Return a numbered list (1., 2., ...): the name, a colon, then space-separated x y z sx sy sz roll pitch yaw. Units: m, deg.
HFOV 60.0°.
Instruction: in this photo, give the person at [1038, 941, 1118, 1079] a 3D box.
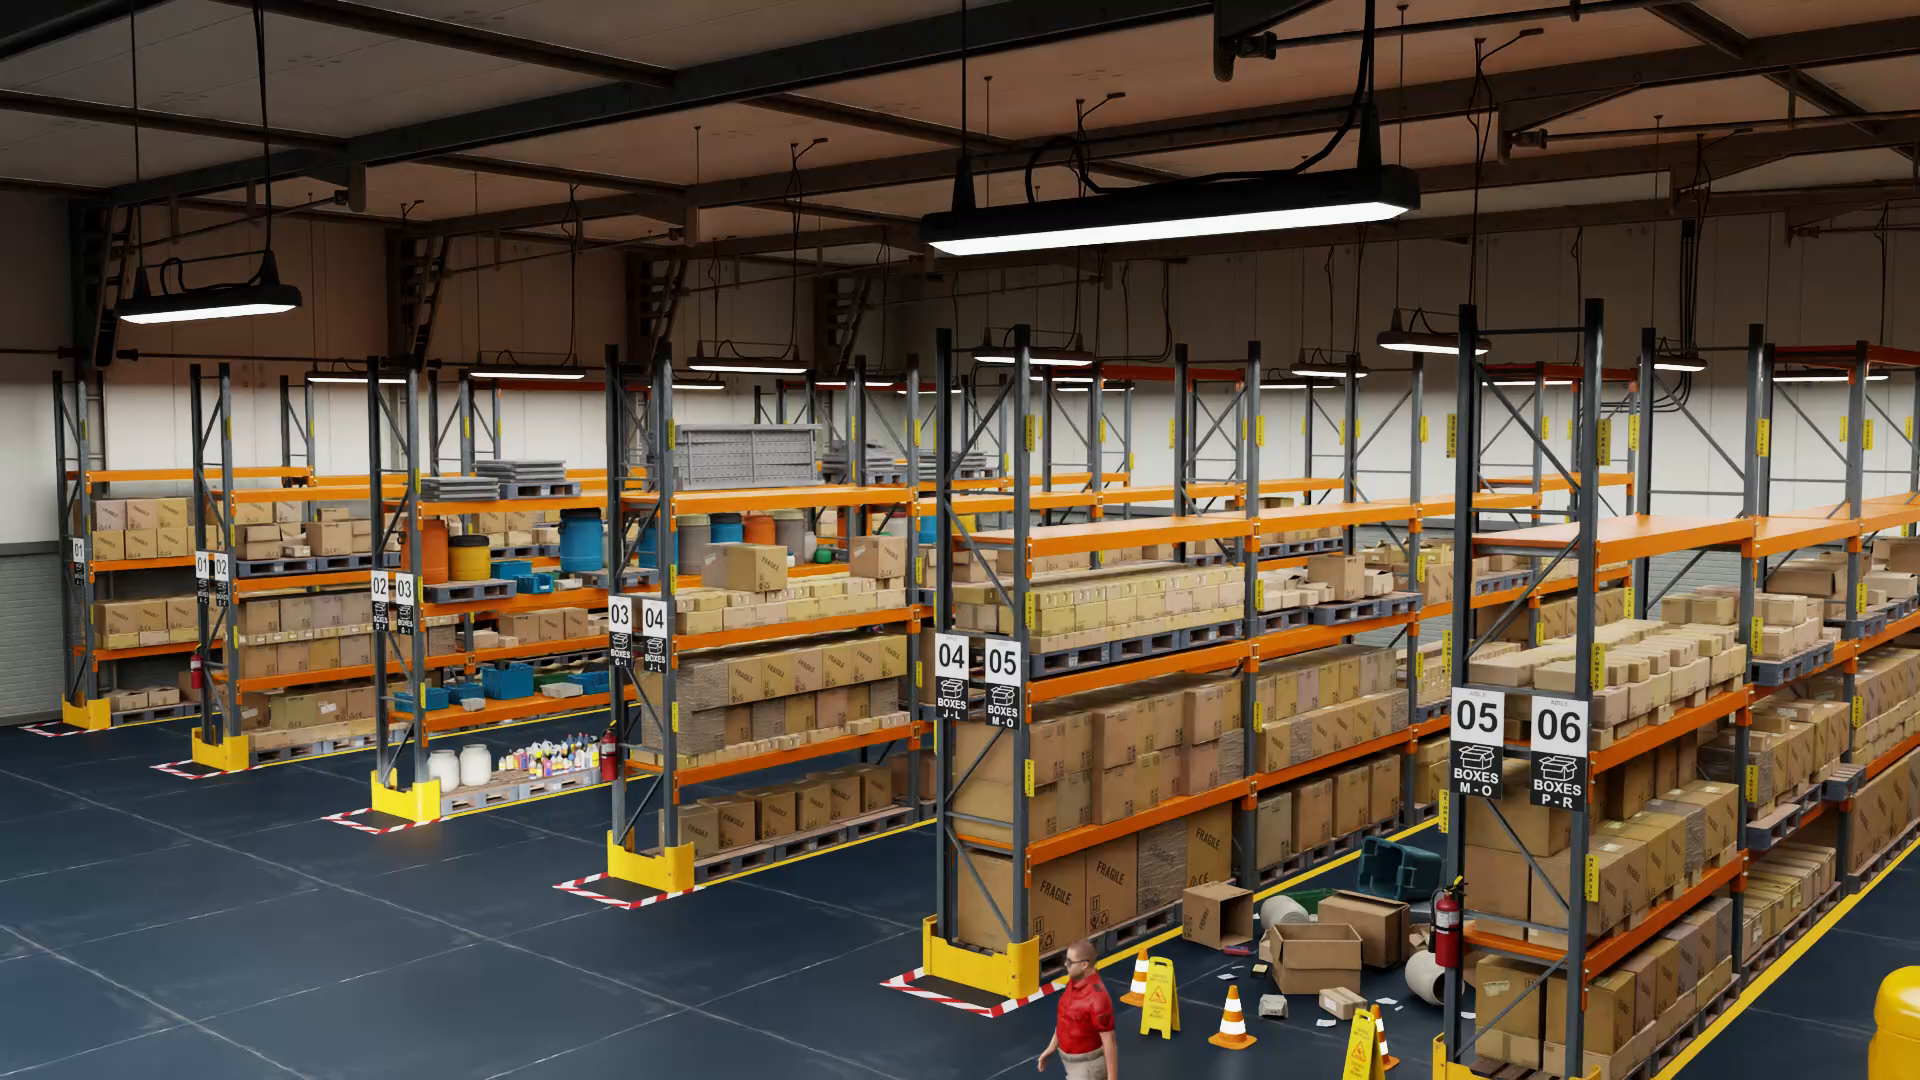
1. person: 0.752 3.507 11.162 1.090 1.662 0.564 -1 4 -9
